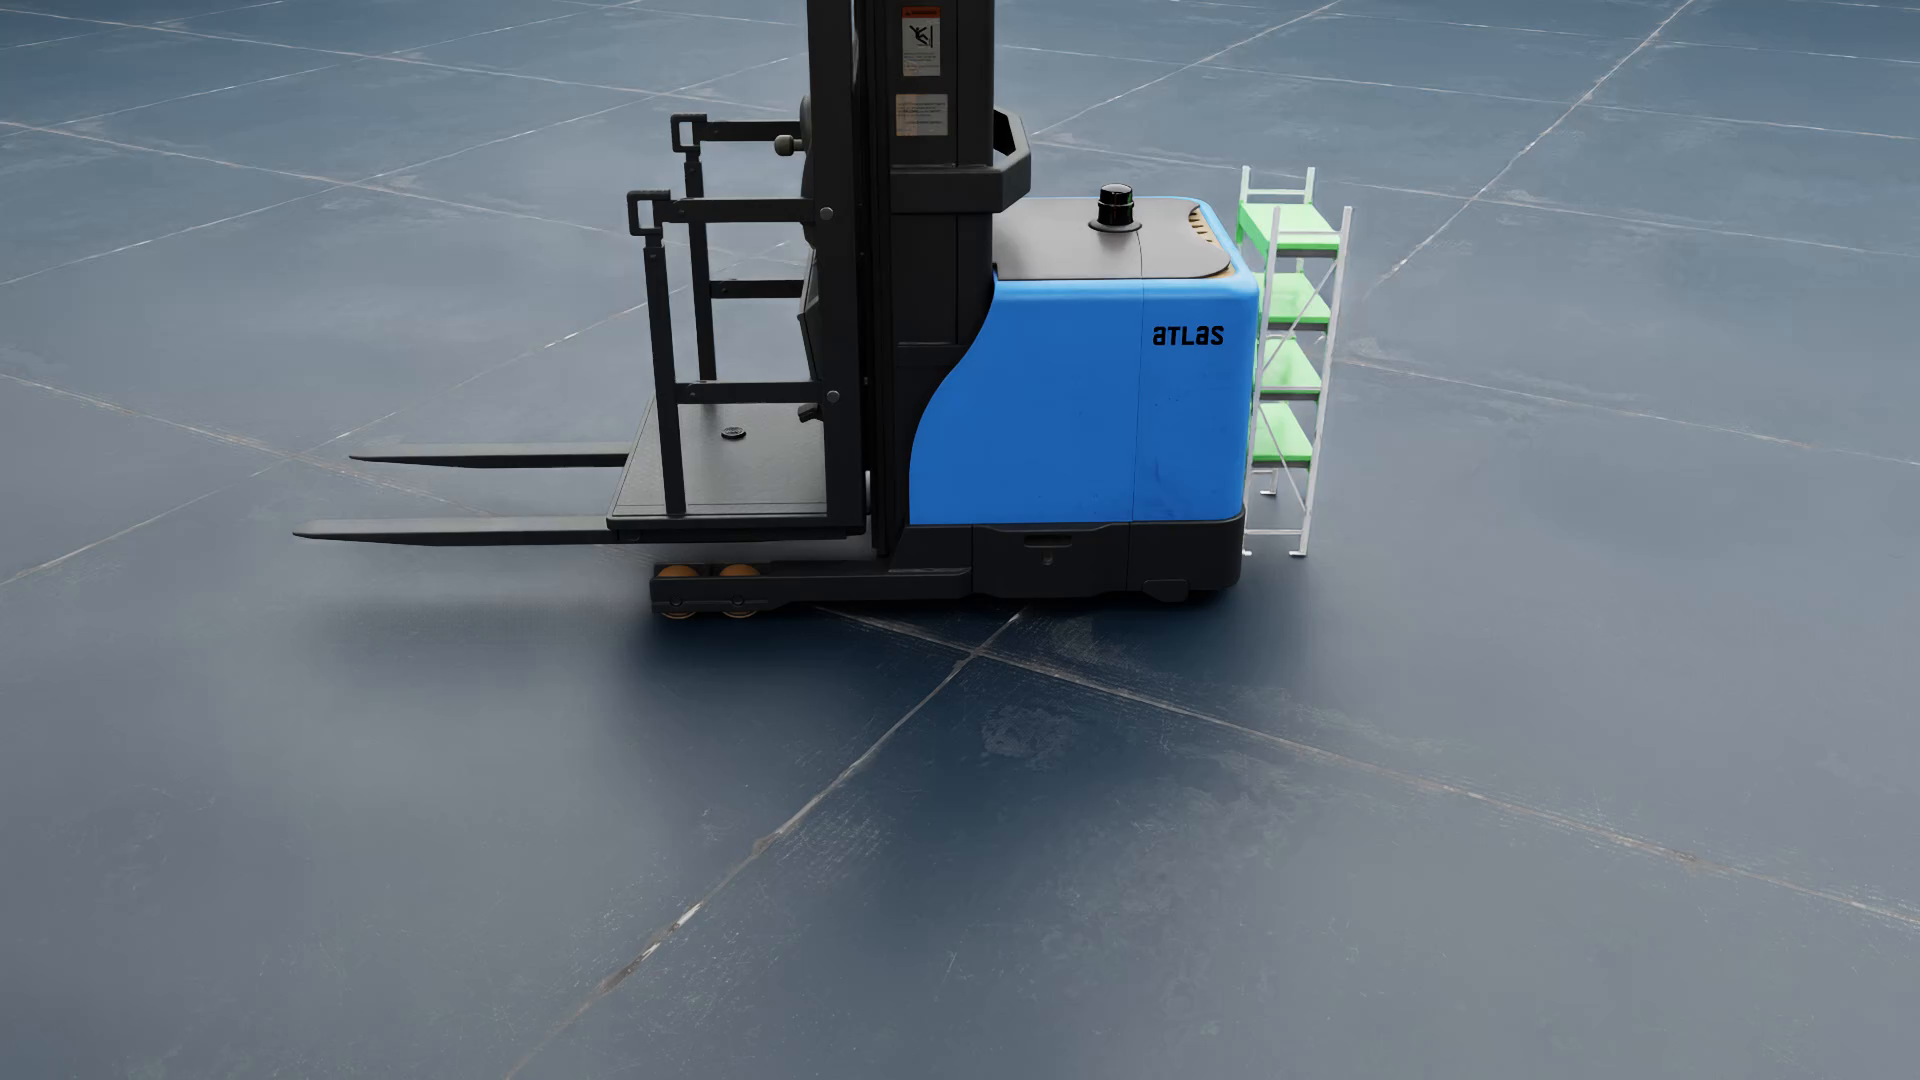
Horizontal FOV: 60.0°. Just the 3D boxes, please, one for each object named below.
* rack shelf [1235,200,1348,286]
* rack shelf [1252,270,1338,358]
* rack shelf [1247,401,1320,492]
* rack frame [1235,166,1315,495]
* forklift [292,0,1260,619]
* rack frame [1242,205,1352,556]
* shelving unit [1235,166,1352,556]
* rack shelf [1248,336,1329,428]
[{"bbox_3d":[1.069,-0.969,5.409,0.258,0.148,0.480,0,27,-3],"label":"rack shelf"},{"bbox_3d":[1.063,-0.755,5.516,0.258,0.148,0.480,0,27,-3],"label":"rack shelf"},{"bbox_3d":[1.051,-0.325,5.730,0.258,0.148,0.480,0,27,-3],"label":"rack shelf"},{"bbox_3d":[1.048,-0.706,5.812,0.240,1.200,0.015,0,27,-3],"label":"rack frame"},{"bbox_3d":[-0.625,-1.302,5.077,3.031,2.935,1.130,-1,27,-2],"label":"forklift"},{"bbox_3d":[1.069,-0.488,5.376,0.240,1.200,0.015,0,27,-3],"label":"rack frame"},{"bbox_3d":[1.059,-0.597,5.594,0.258,1.200,0.503,0,27,-3],"label":"shelving unit"},{"bbox_3d":[1.057,-0.540,5.623,0.258,0.148,0.480,0,27,-3],"label":"rack shelf"}]
